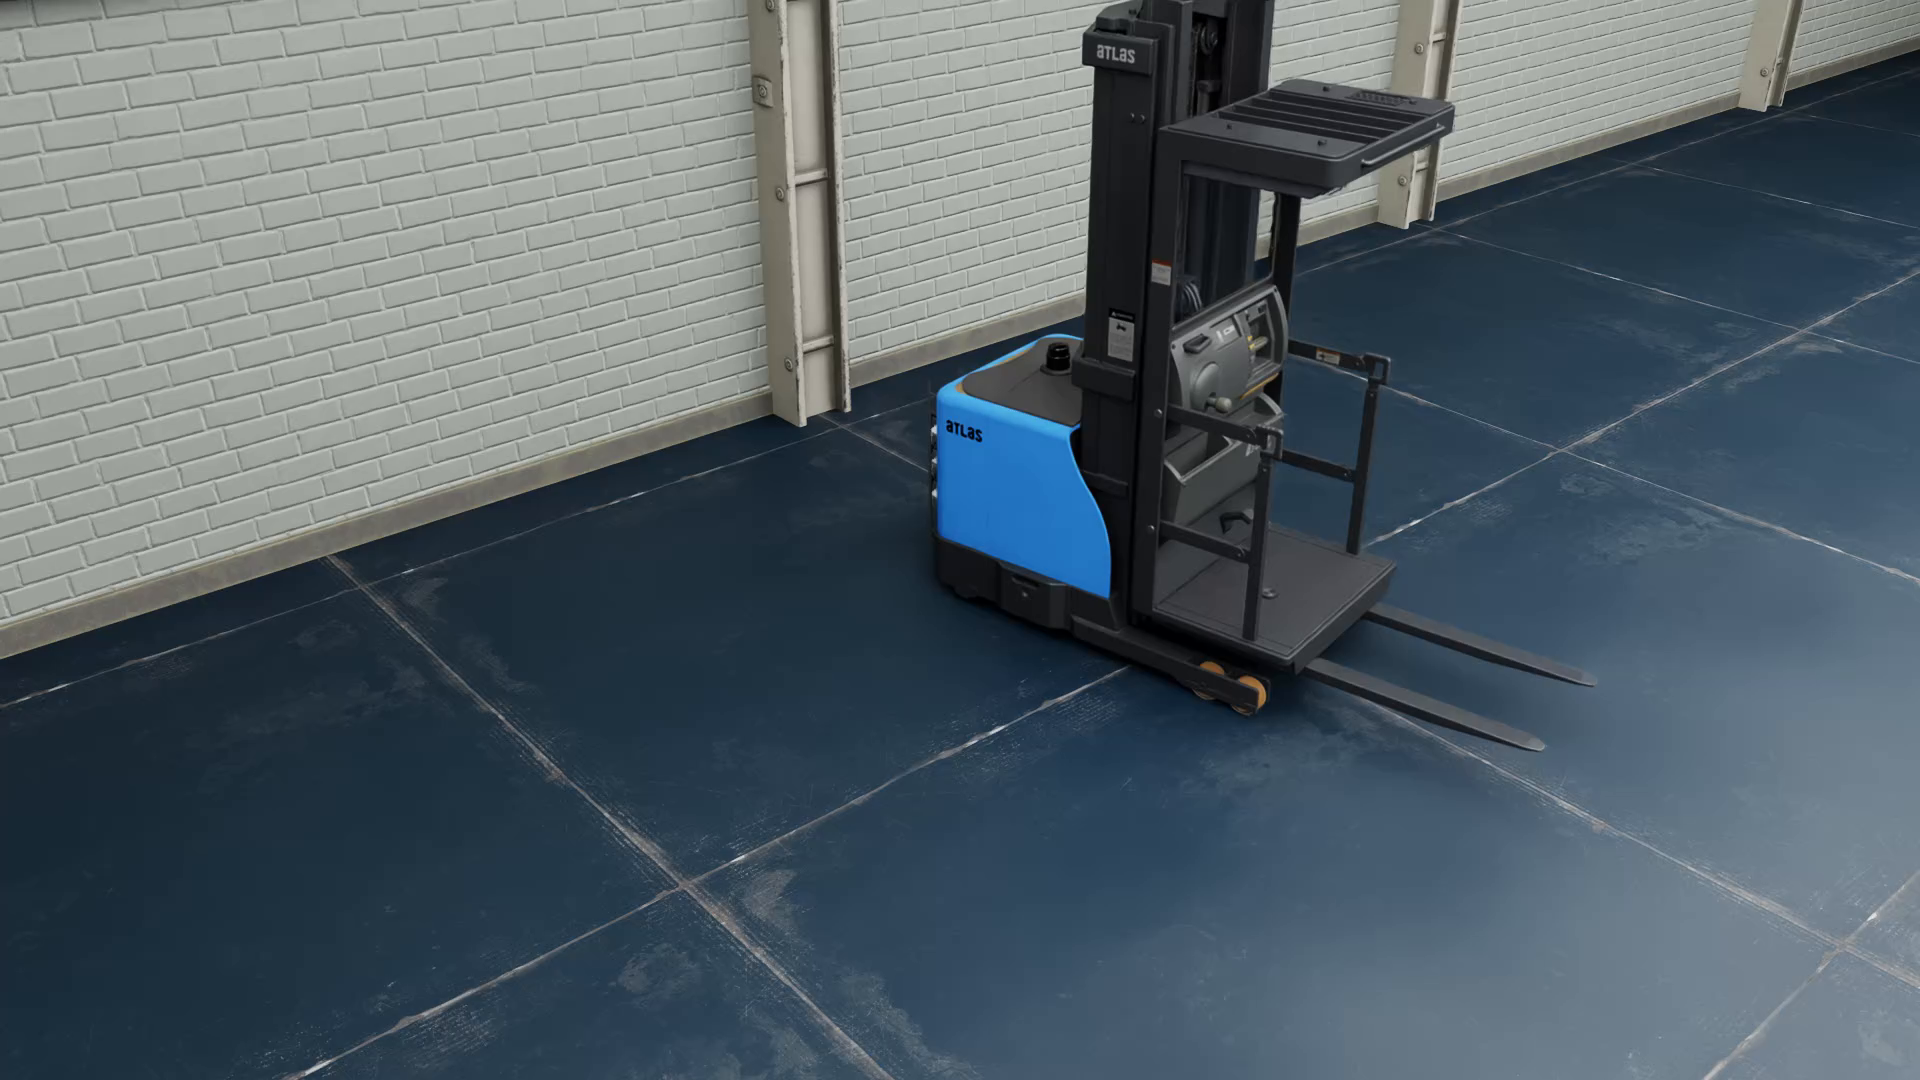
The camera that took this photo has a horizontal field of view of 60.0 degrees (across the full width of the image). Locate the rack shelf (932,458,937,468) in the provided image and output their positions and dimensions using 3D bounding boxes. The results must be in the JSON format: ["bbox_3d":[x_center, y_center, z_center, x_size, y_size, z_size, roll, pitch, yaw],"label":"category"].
[{"bbox_3d":[-0.006,-0.365,8.549,0.200,0.077,0.258,-22,35,-35],"label":"rack shelf"}]

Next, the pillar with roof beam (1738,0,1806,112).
[{"bbox_3d":[11.007,-6.891,12.098,0.400,9.000,9.100,-22,35,-35],"label":"pillar with roof beam"}]

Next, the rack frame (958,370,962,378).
[{"bbox_3d":[0.071,-0.425,8.591,0.006,0.900,0.240,-22,35,-35],"label":"rack frame"}]

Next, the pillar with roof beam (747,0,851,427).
[{"bbox_3d":[1.878,-3.220,5.228,0.400,9.000,9.100,-22,35,-35],"label":"pillar with roof beam"}]

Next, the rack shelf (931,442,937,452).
[{"bbox_3d":[-0.006,-0.444,8.507,0.200,0.077,0.258,-22,35,-35],"label":"rack shelf"}]

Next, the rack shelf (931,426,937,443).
[{"bbox_3d":[-0.006,-0.524,8.464,0.200,0.077,0.258,-22,35,-35],"label":"rack shelf"}]

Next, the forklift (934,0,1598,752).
[{"bbox_3d":[1.347,-0.808,7.152,3.031,2.935,1.130,20,34,33],"label":"forklift"}]

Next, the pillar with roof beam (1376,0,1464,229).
[{"bbox_3d":[6.442,-5.056,8.663,0.400,9.000,9.100,-22,35,-35],"label":"pillar with roof beam"}]

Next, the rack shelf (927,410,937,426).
[{"bbox_3d":[-0.006,-0.603,8.422,0.200,0.077,0.258,-22,35,-35],"label":"rack shelf"}]

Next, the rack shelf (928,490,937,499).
[{"bbox_3d":[-0.006,-0.206,8.634,0.200,0.077,0.258,-22,35,-35],"label":"rack shelf"}]

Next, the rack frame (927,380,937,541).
[{"bbox_3d":[-0.084,-0.363,8.475,0.006,0.900,0.240,-22,35,-35],"label":"rack frame"}]

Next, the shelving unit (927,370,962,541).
[{"bbox_3d":[-0.006,-0.394,8.533,0.210,0.900,0.258,-22,35,-35],"label":"shelving unit"}]

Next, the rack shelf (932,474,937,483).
[{"bbox_3d":[-0.006,-0.286,8.591,0.200,0.077,0.258,-22,35,-35],"label":"rack shelf"}]
